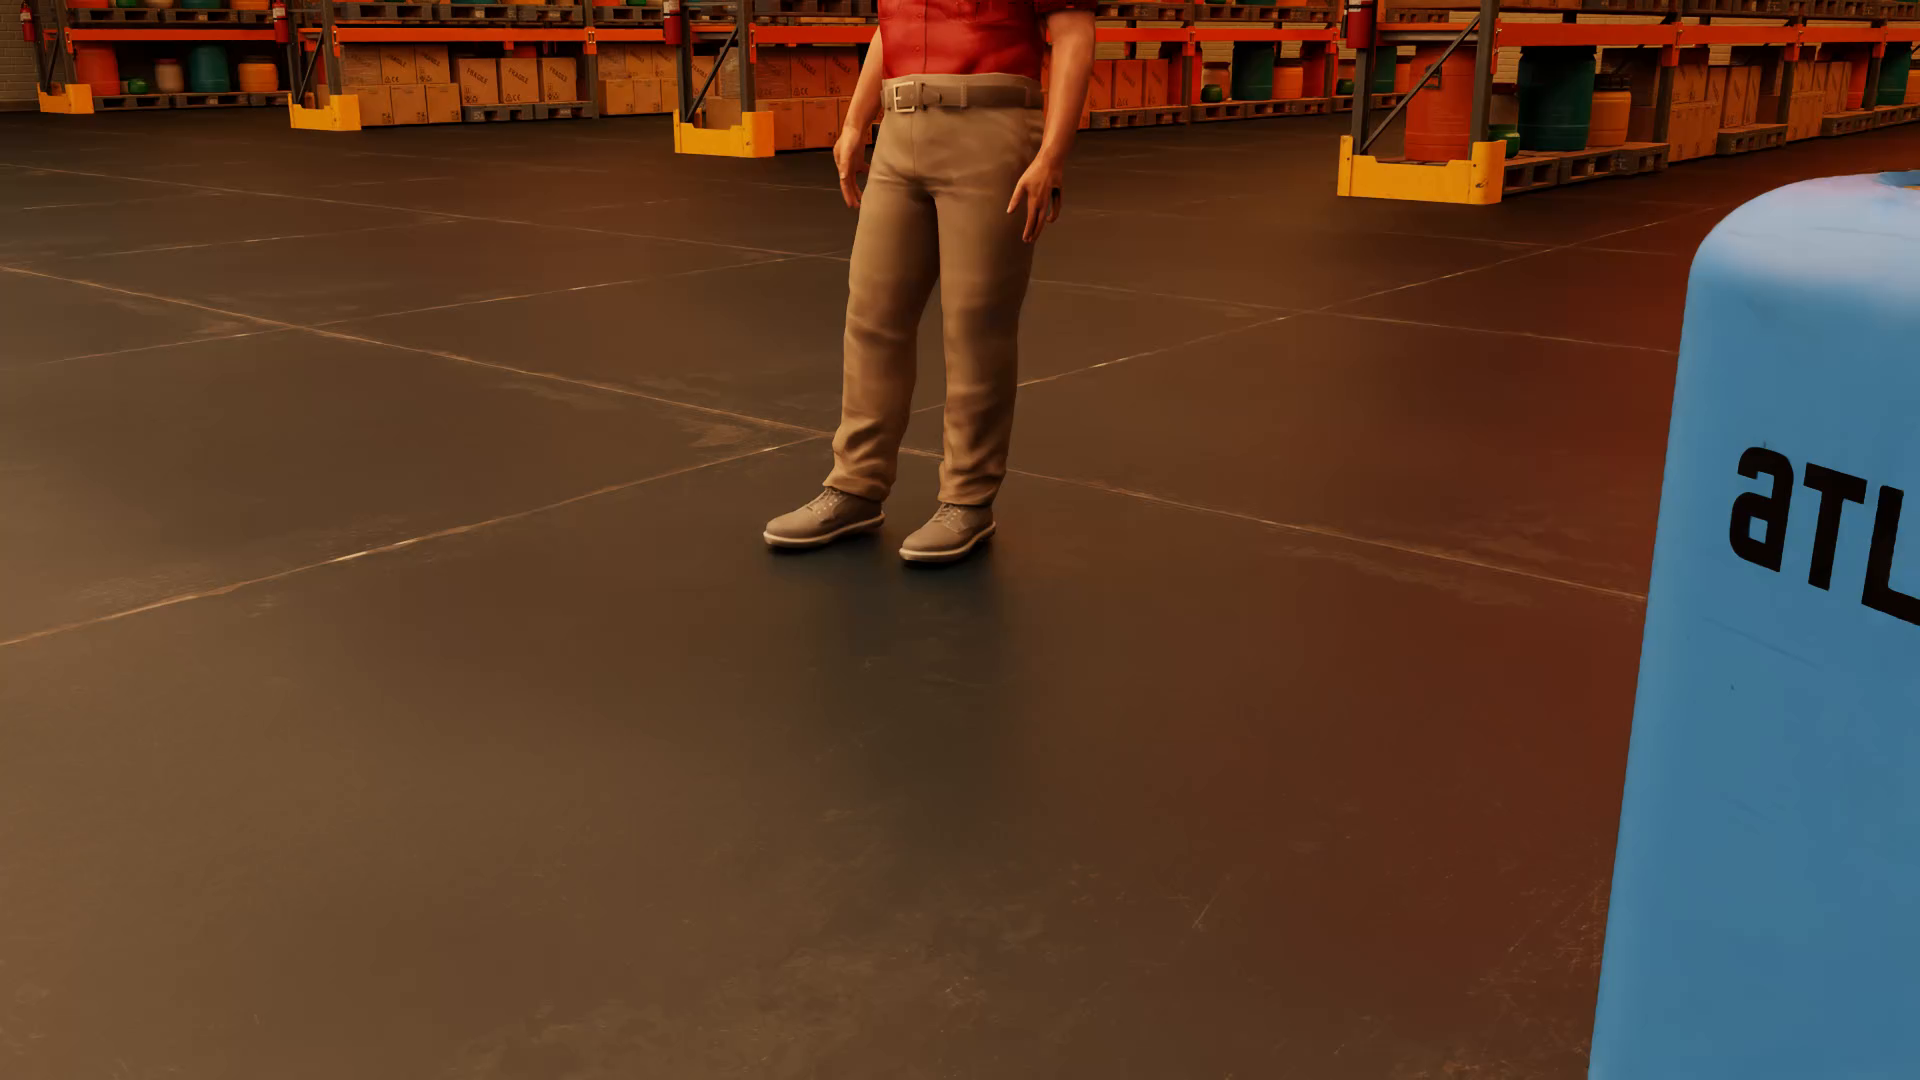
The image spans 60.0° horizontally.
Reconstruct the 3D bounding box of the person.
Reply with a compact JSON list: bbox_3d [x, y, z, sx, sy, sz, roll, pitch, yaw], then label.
[{"bbox_3d":[-0.066,-0.816,3.629,0.642,1.727,0.550,13,21,37],"label":"person"}]
